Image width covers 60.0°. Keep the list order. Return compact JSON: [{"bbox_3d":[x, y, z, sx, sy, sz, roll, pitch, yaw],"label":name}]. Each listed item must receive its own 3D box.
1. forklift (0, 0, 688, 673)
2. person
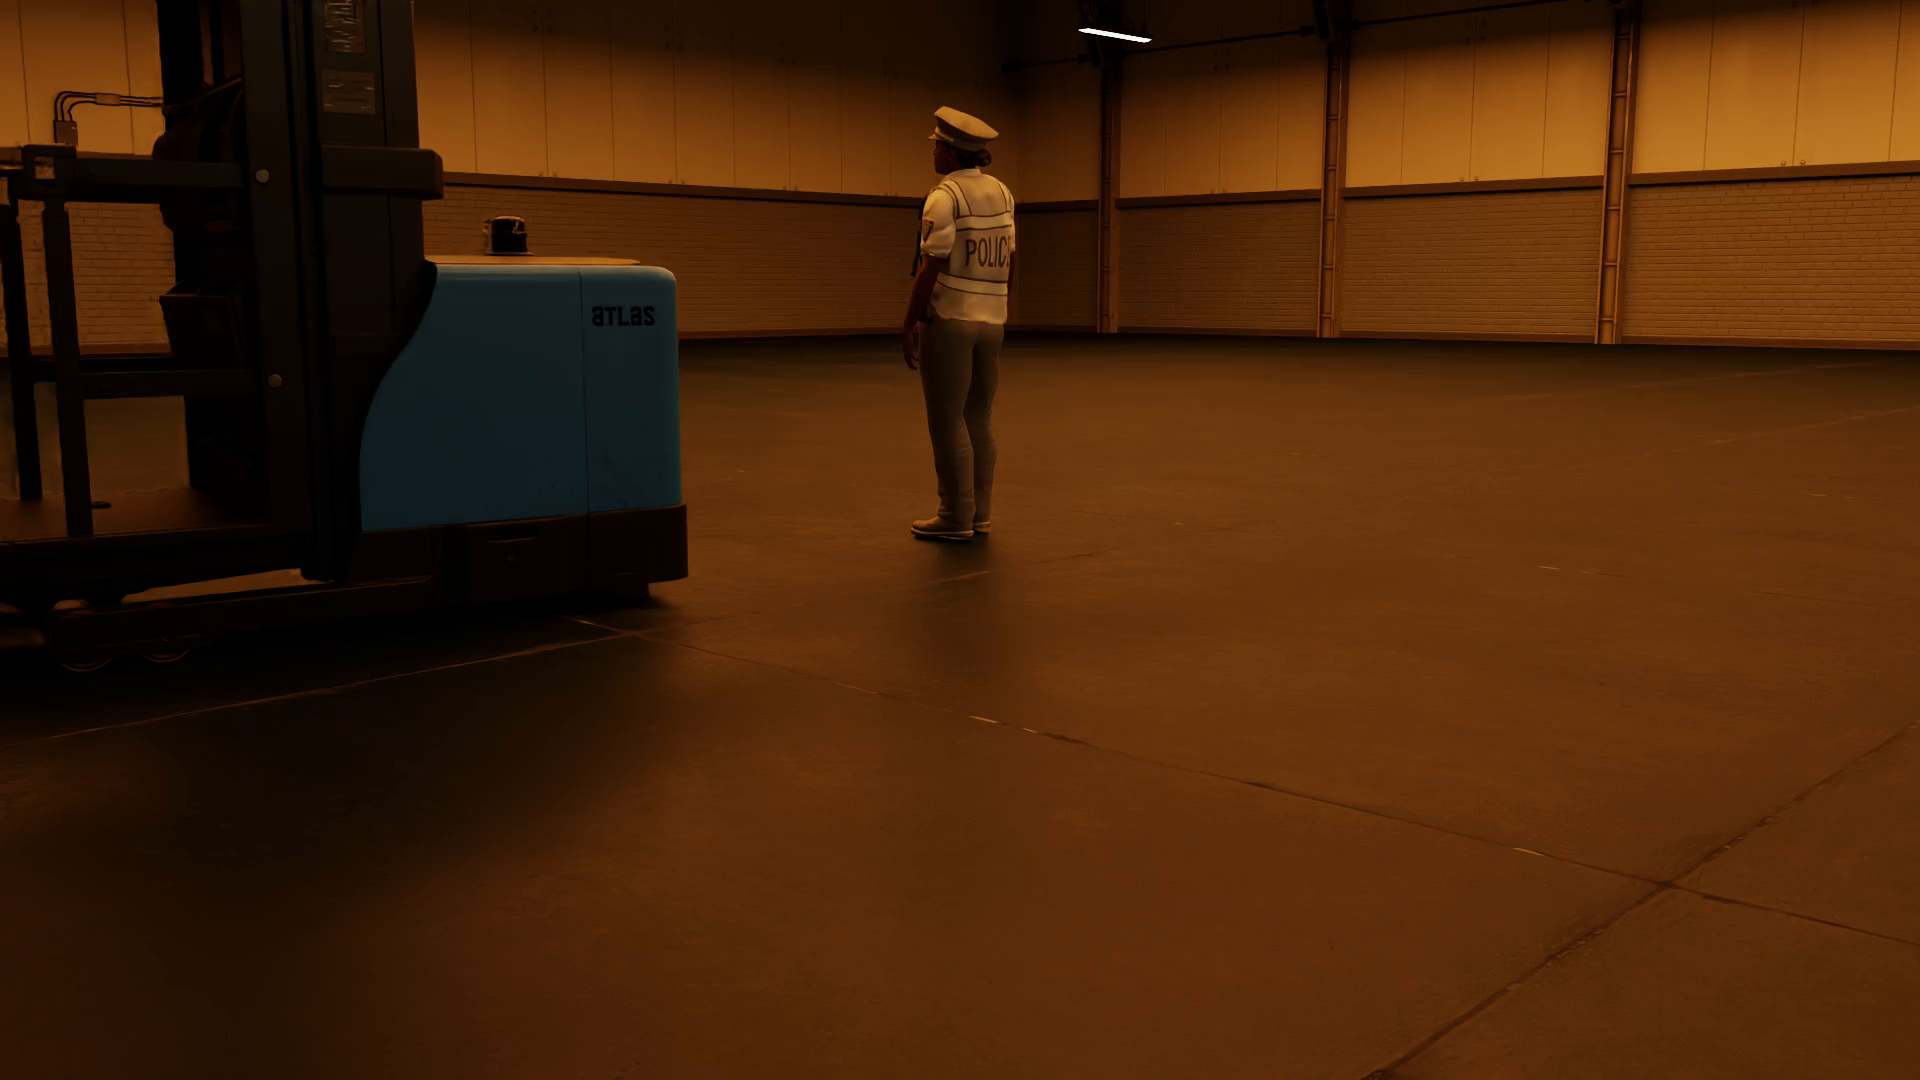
[{"bbox_3d":[-2.387,-1.188,4.763,3.031,2.935,1.130,-6,10,-35],"label":"forklift"},{"bbox_3d":[-0.040,-0.855,6.656,0.528,1.695,0.569,8,12,43],"label":"person"}]
